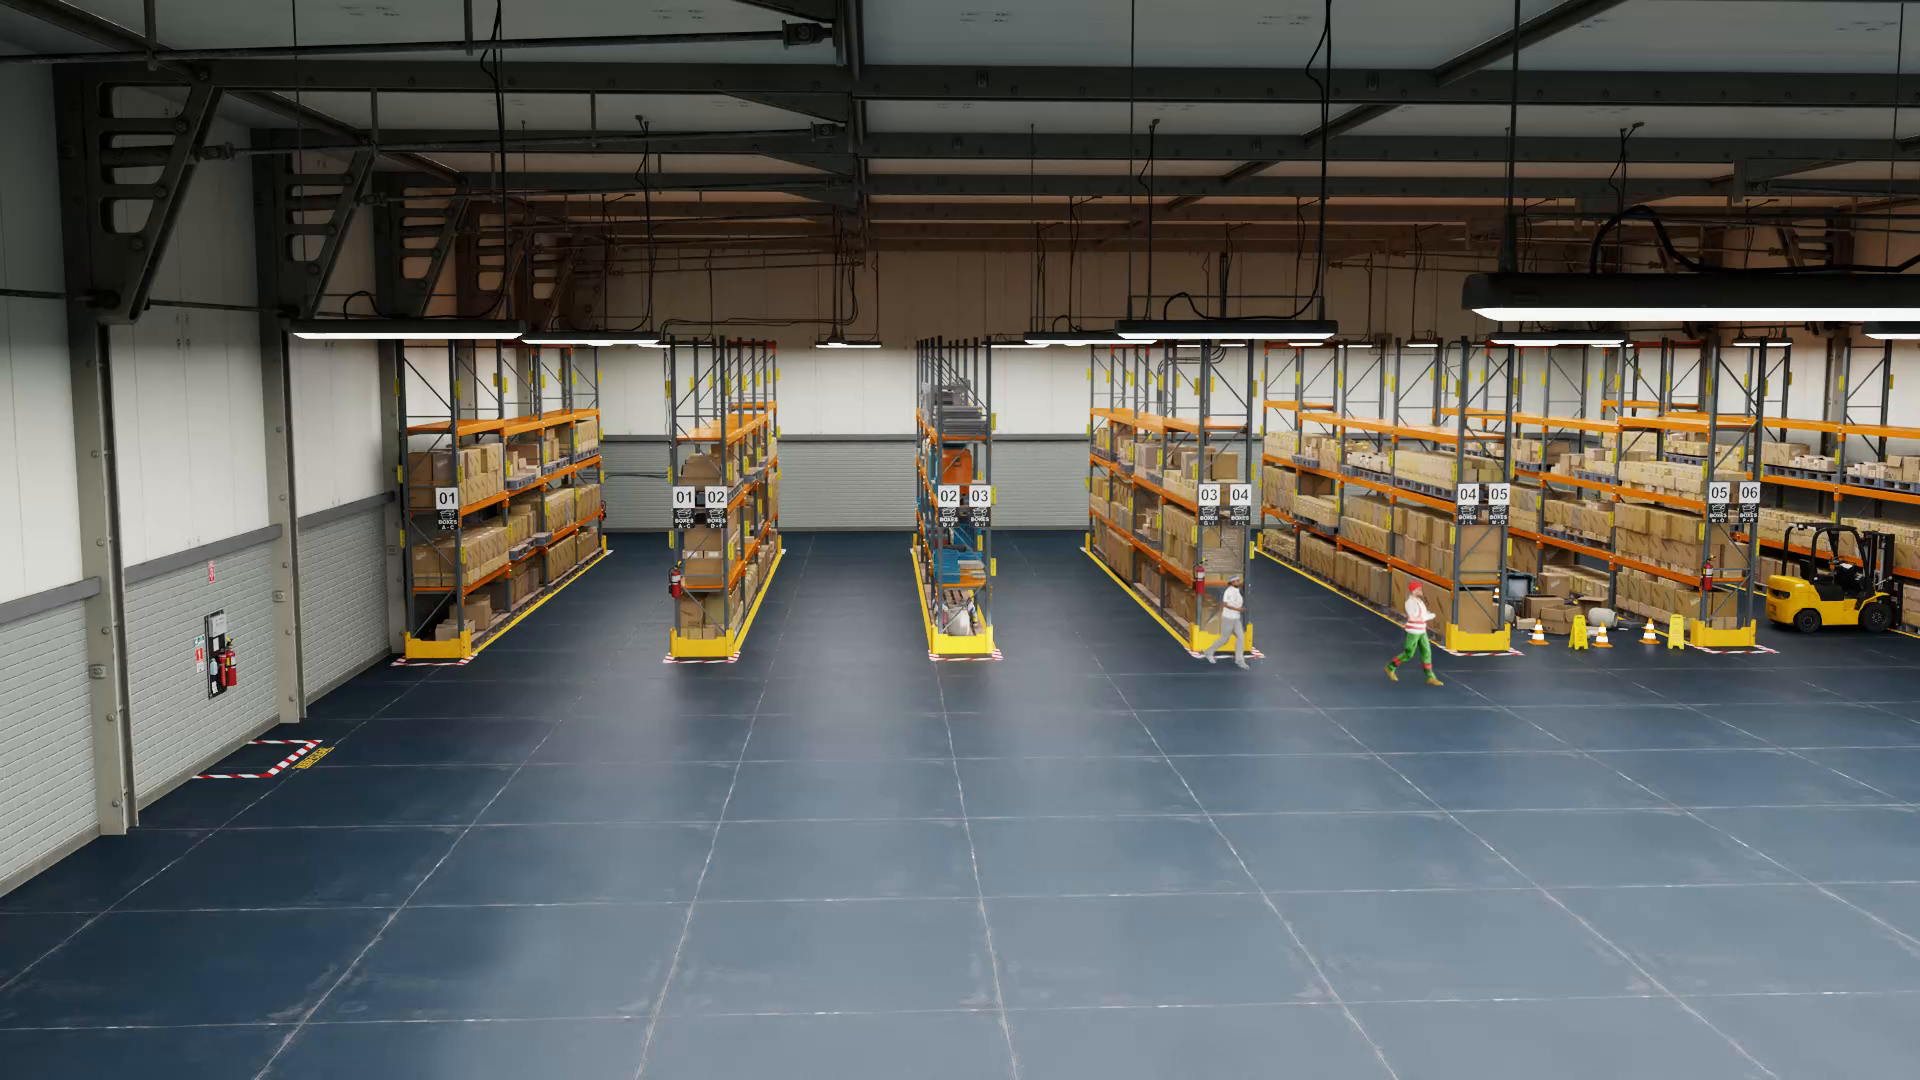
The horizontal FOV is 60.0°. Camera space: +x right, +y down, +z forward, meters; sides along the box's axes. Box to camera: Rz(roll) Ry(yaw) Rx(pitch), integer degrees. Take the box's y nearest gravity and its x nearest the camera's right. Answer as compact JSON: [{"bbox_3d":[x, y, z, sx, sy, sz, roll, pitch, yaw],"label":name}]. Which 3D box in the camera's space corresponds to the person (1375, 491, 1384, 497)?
[{"bbox_3d":[12.434,-0.711,49.426,0.627,1.651,0.596,0,6,-1],"label":"person"}]

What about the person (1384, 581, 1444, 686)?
[{"bbox_3d":[7.785,1.578,28.426,1.011,1.764,0.657,5,8,36],"label":"person"}]

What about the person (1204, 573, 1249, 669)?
[{"bbox_3d":[4.915,1.451,30.319,0.854,1.725,0.609,4,8,31],"label":"person"}]

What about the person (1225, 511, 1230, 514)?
[{"bbox_3d":[7.471,-0.311,45.571,0.695,1.741,0.657,1,7,7],"label":"person"}]
